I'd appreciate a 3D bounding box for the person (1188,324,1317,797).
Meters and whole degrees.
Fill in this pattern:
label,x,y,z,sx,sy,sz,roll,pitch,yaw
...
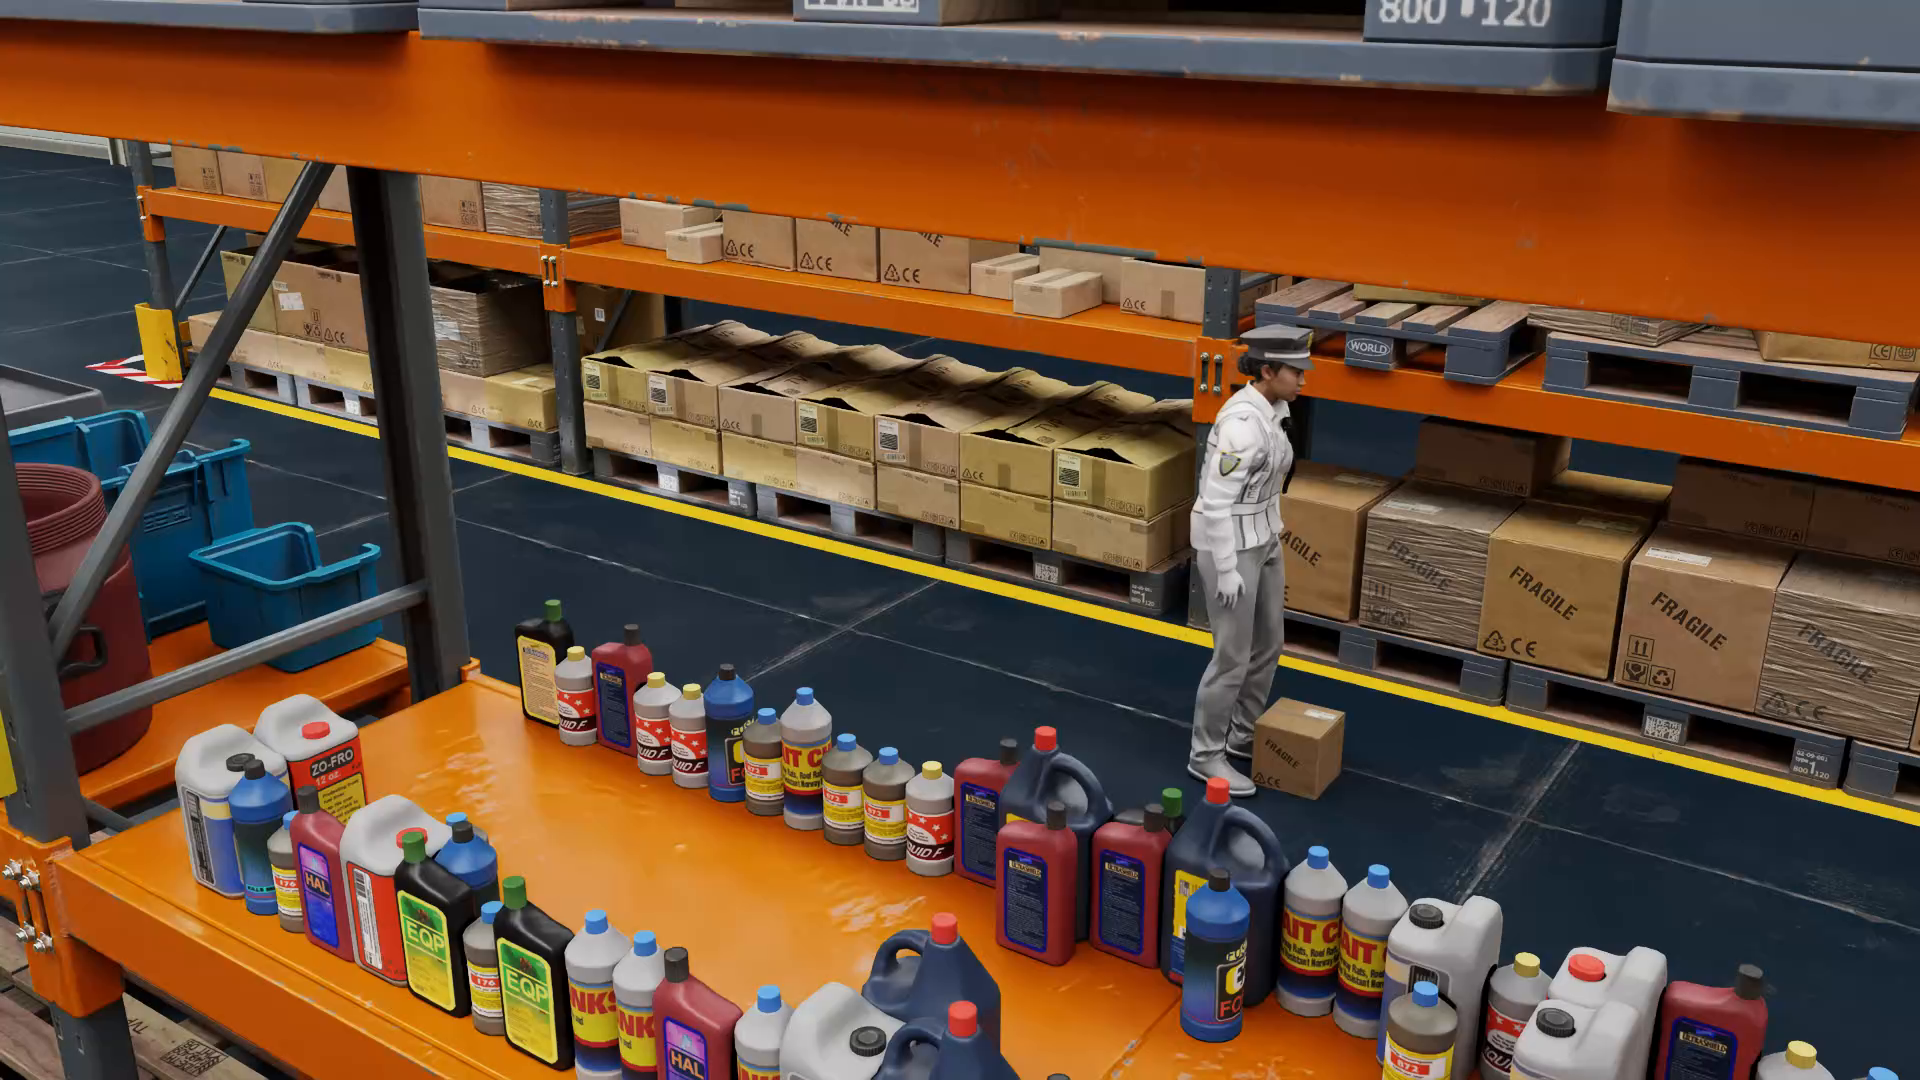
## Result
label,x,y,z,sx,sy,sz,roll,pitch,yaw
person,1.046,0.050,5.929,0.415,1.663,0.544,11,23,29
